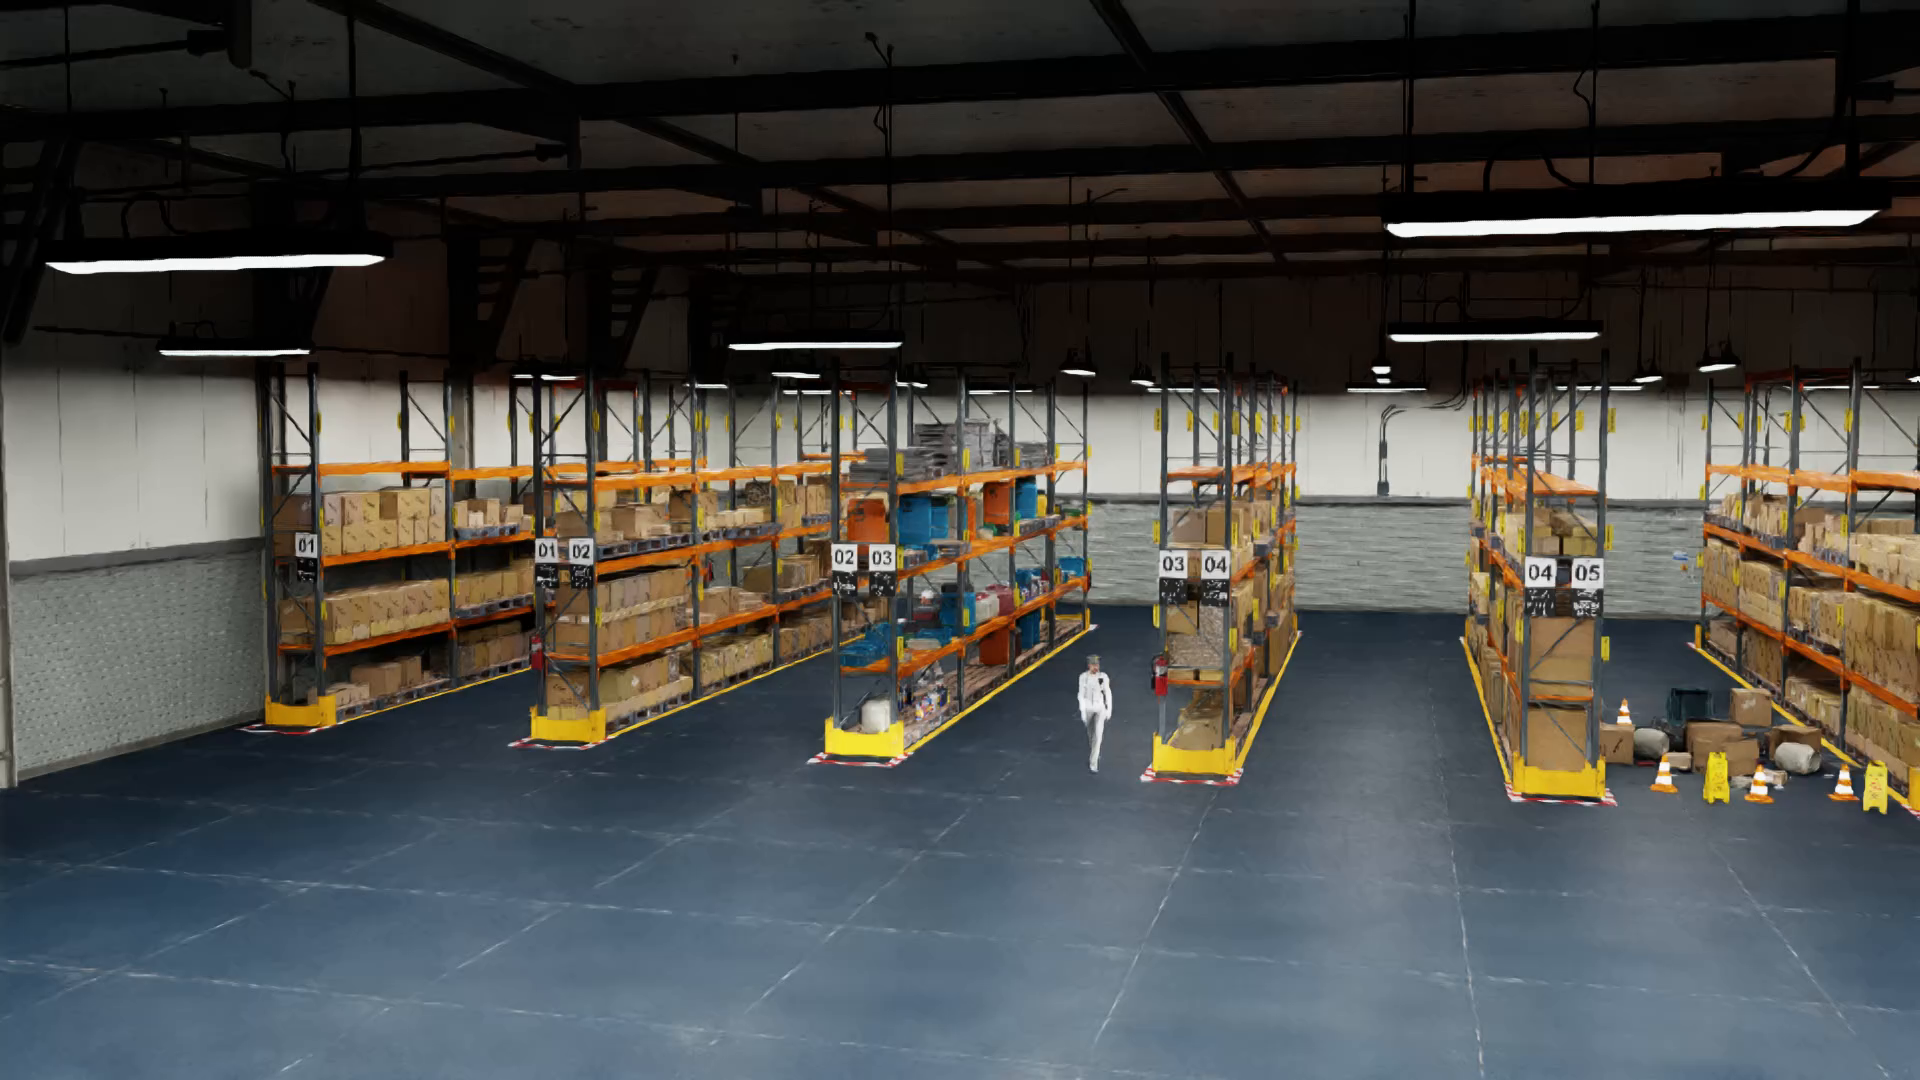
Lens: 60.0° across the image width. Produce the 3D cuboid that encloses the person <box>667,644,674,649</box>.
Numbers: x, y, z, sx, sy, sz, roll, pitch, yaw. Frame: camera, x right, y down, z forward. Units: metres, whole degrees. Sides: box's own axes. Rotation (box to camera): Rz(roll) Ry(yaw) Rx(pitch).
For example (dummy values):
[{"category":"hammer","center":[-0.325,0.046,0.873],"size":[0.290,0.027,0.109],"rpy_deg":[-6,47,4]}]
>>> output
[{"category":"person","center":[-6.322,1.663,35.231],"size":[0.663,1.742,0.552],"rpy_deg":[1,4,13]}]

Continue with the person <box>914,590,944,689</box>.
[{"category":"person","center":[-0.585,1.801,29.972],"size":[0.619,1.790,0.707],"rpy_deg":[0,4,1]}]

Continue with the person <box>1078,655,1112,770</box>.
[{"category":"person","center":[1.961,2.461,24.227],"size":[0.482,1.626,0.888],"rpy_deg":[1,4,14]}]
